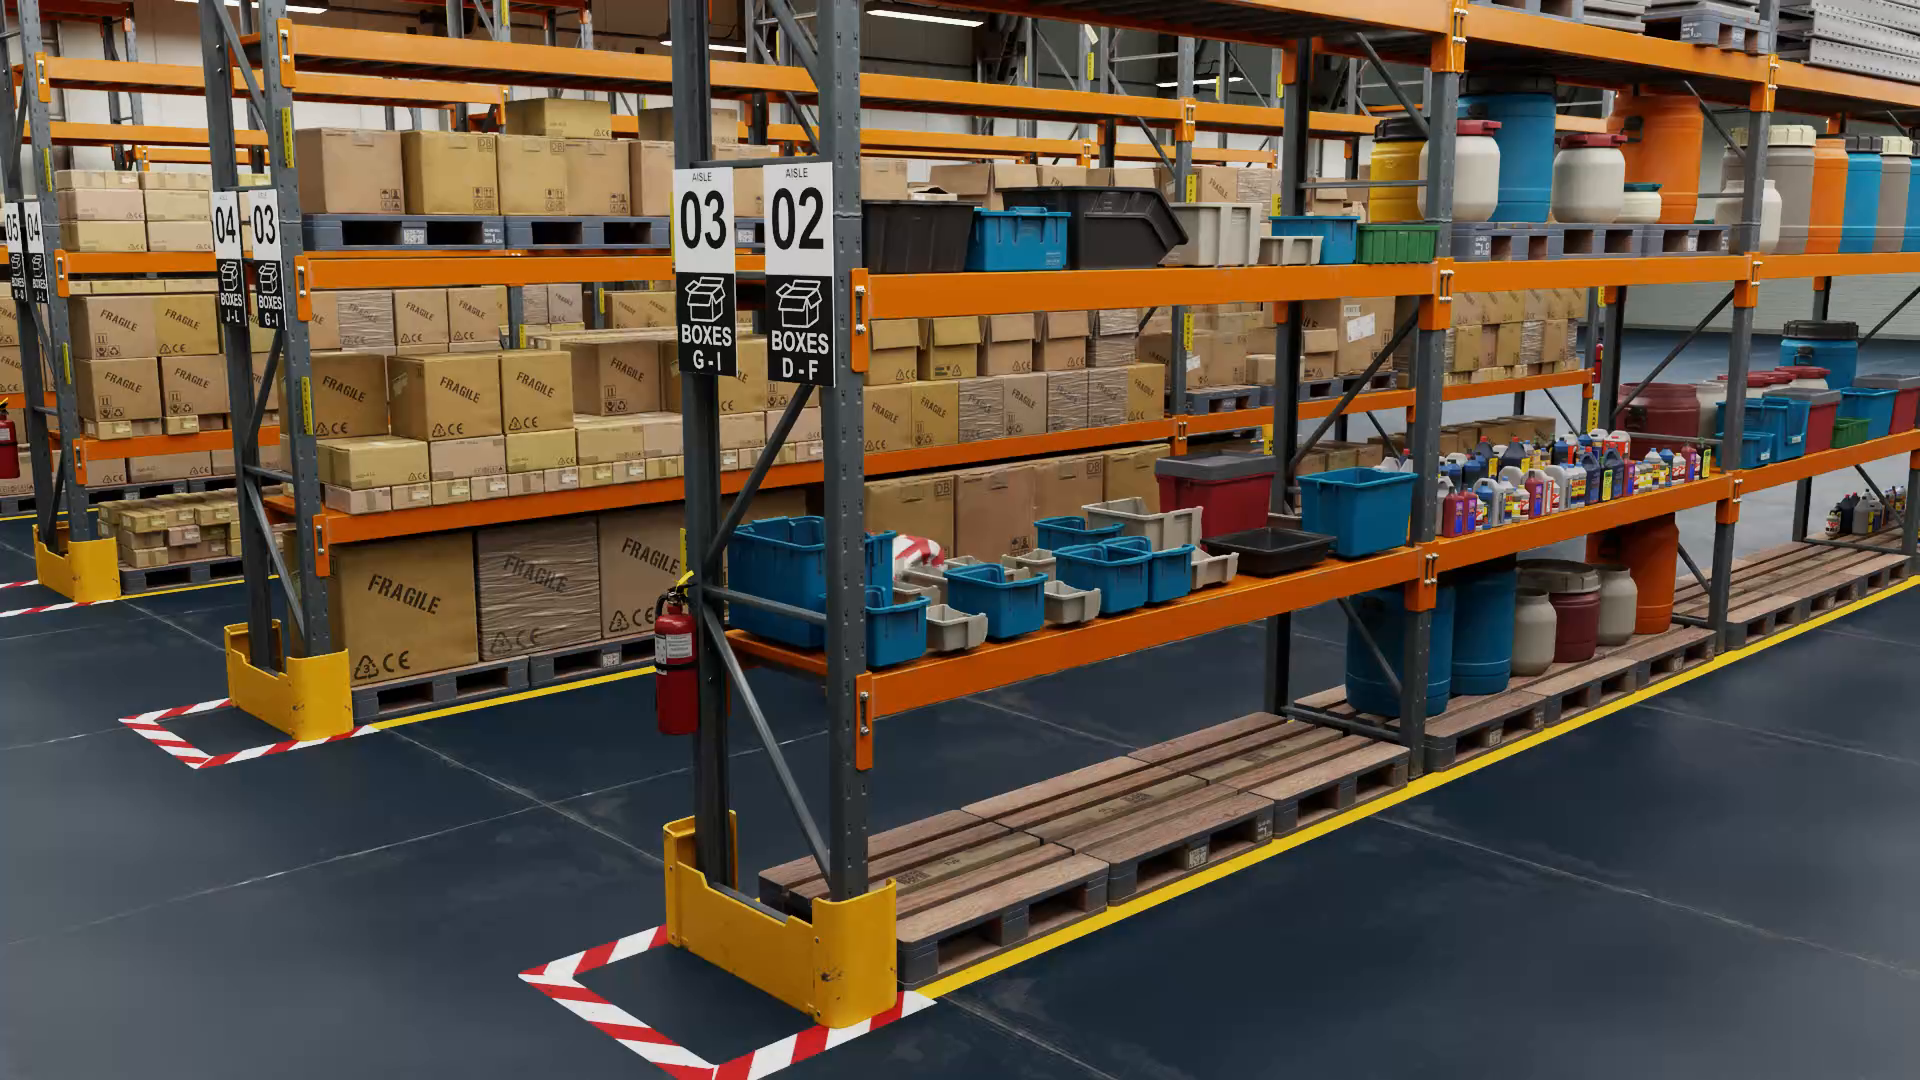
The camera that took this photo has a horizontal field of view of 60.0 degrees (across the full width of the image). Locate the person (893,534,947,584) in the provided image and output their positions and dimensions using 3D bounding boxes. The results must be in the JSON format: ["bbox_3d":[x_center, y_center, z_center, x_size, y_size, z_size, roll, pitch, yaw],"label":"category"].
[{"bbox_3d":[-0.494,0.489,10.904,0.530,0.983,0.948,10,14,43],"label":"person"}]
